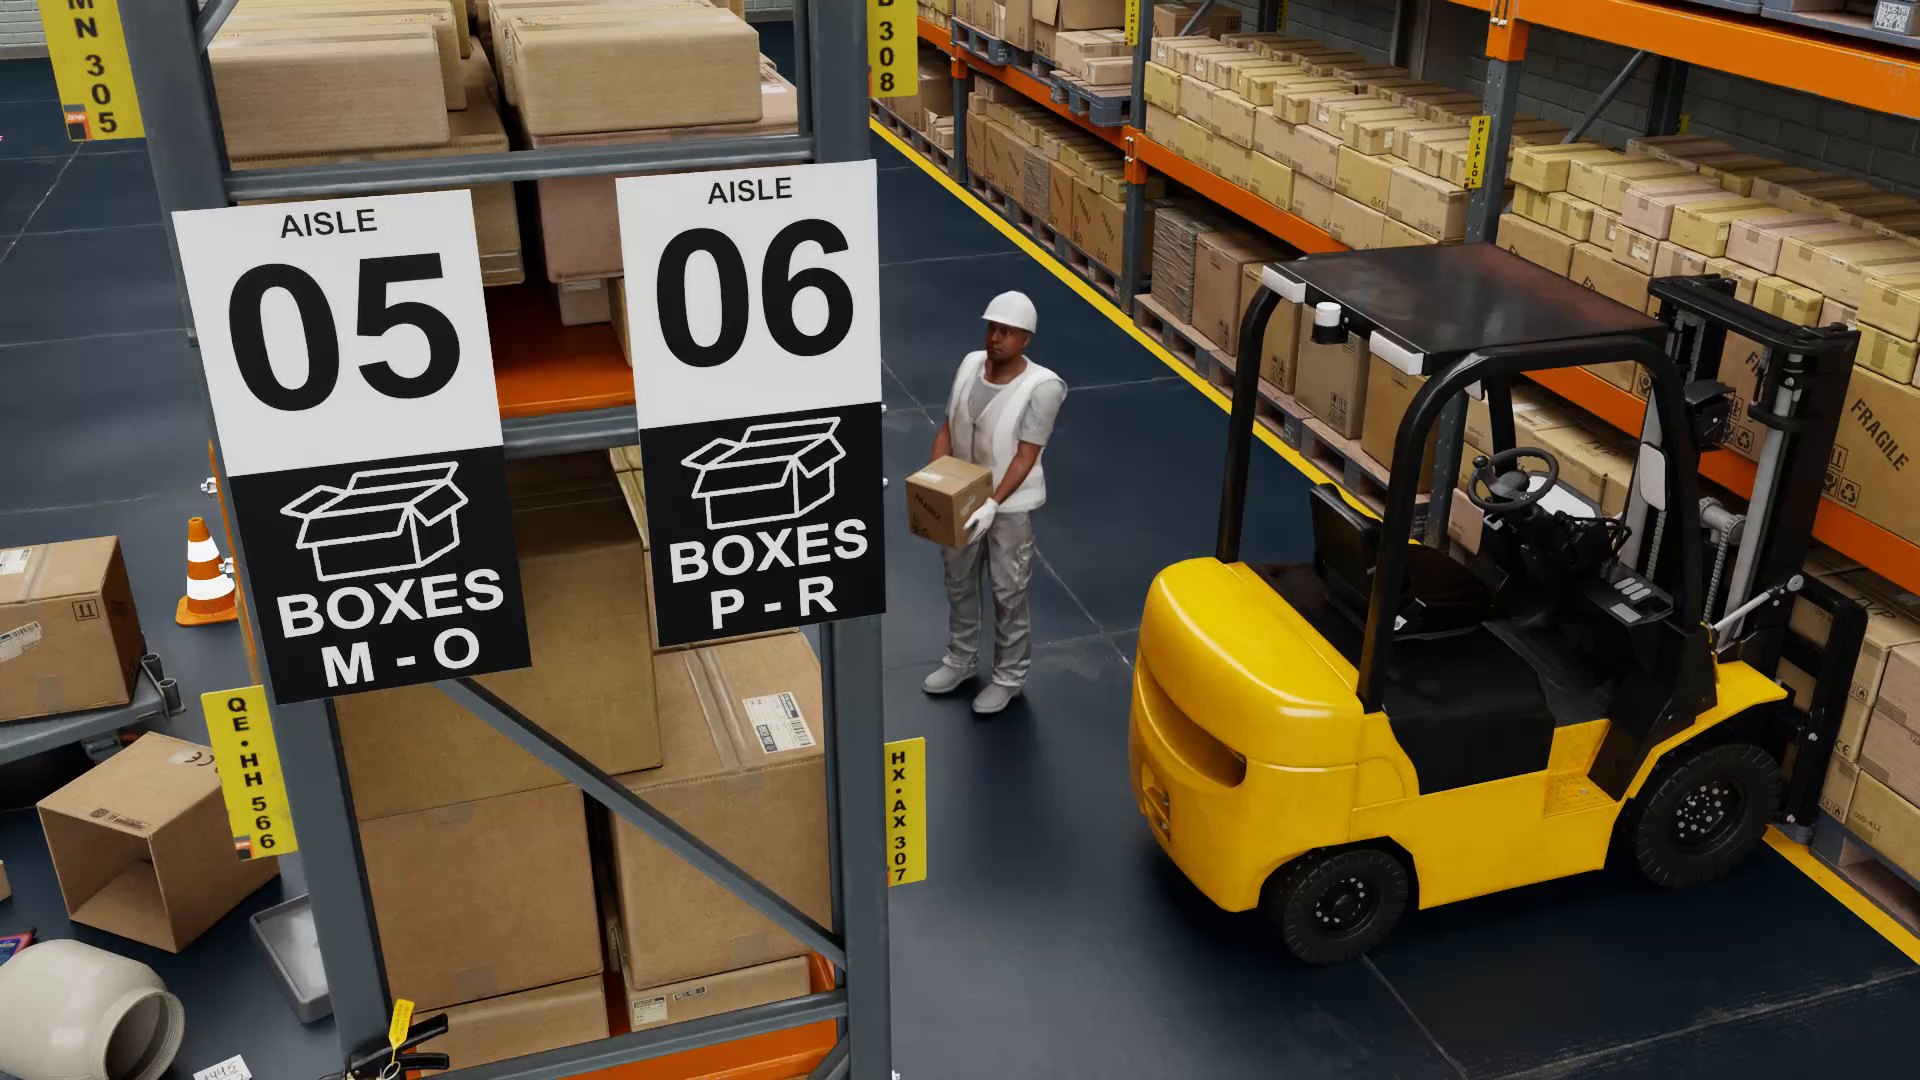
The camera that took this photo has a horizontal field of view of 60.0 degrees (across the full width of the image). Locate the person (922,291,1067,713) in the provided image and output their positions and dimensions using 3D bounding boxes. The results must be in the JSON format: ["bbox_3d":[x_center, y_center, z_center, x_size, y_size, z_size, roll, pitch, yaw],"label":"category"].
[{"bbox_3d":[0.095,-0.125,6.842,0.503,1.787,0.570,20,33,35],"label":"person"}]
